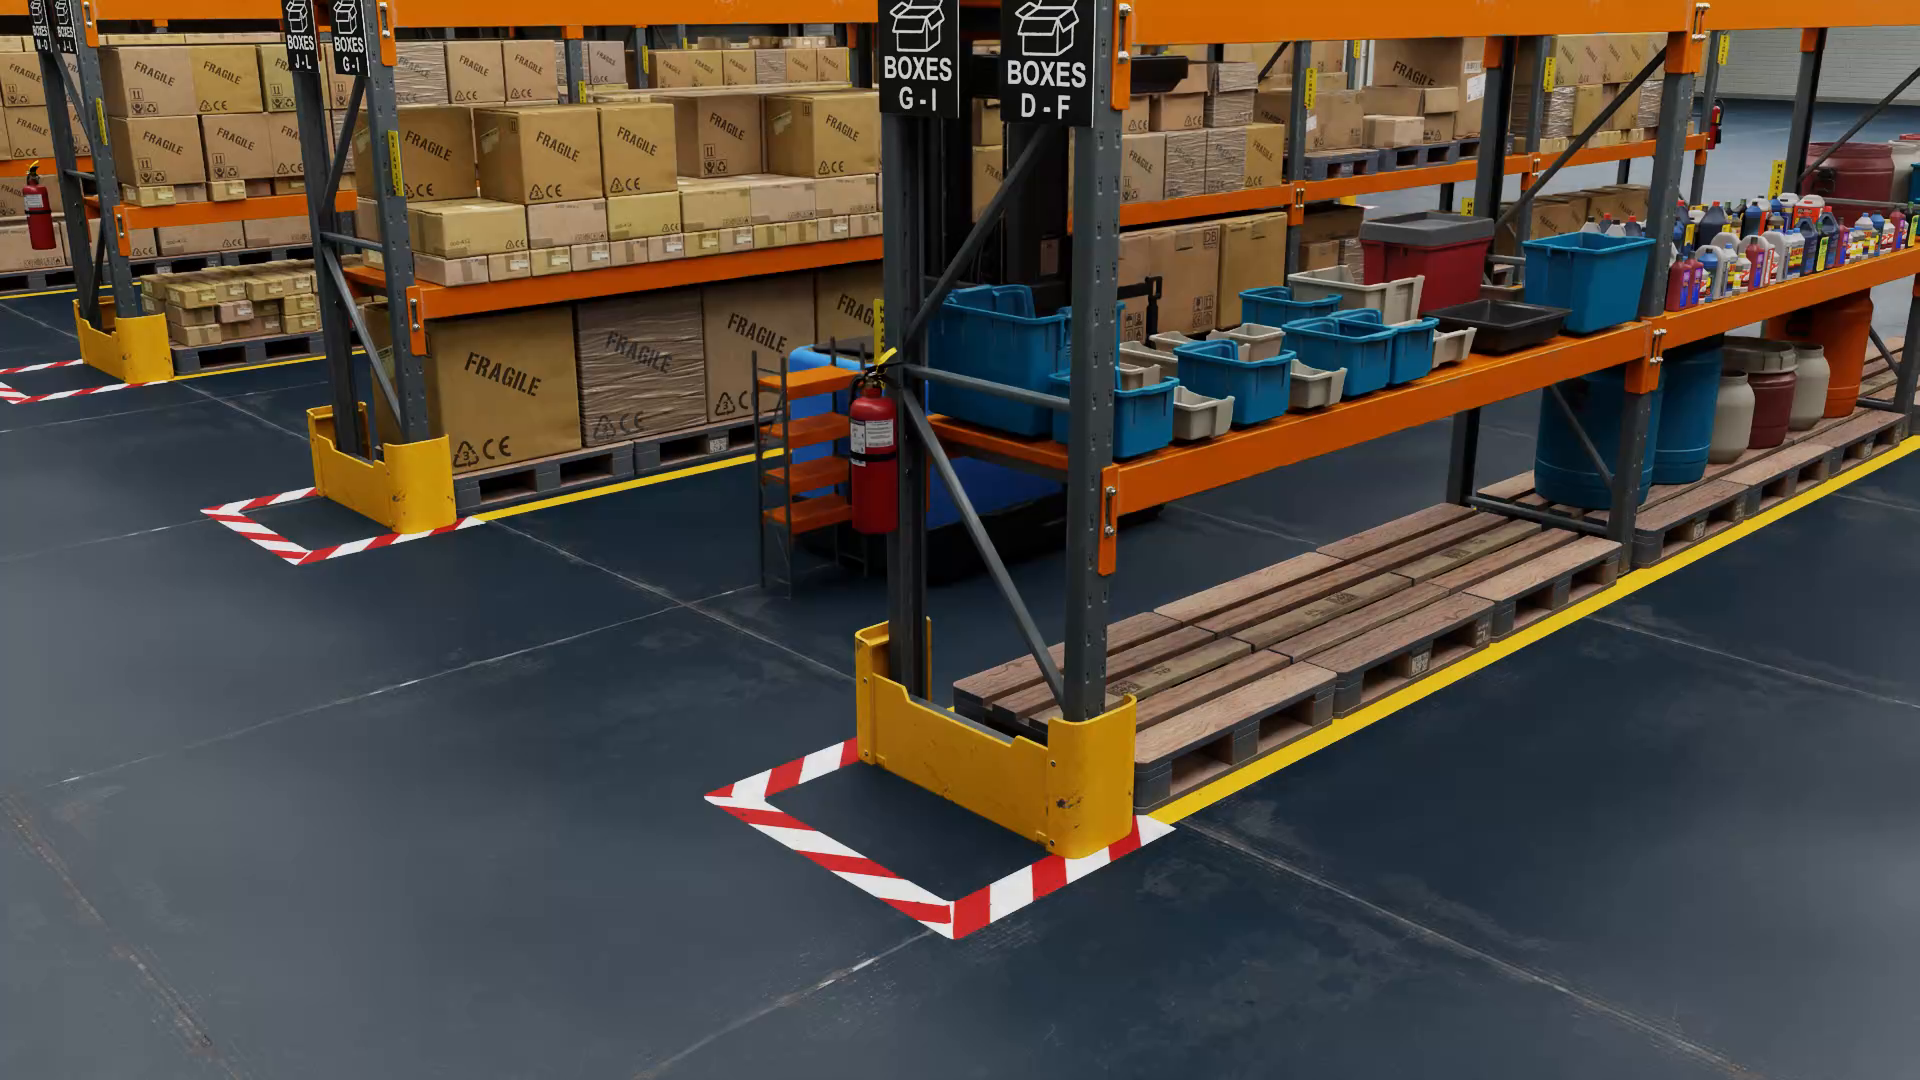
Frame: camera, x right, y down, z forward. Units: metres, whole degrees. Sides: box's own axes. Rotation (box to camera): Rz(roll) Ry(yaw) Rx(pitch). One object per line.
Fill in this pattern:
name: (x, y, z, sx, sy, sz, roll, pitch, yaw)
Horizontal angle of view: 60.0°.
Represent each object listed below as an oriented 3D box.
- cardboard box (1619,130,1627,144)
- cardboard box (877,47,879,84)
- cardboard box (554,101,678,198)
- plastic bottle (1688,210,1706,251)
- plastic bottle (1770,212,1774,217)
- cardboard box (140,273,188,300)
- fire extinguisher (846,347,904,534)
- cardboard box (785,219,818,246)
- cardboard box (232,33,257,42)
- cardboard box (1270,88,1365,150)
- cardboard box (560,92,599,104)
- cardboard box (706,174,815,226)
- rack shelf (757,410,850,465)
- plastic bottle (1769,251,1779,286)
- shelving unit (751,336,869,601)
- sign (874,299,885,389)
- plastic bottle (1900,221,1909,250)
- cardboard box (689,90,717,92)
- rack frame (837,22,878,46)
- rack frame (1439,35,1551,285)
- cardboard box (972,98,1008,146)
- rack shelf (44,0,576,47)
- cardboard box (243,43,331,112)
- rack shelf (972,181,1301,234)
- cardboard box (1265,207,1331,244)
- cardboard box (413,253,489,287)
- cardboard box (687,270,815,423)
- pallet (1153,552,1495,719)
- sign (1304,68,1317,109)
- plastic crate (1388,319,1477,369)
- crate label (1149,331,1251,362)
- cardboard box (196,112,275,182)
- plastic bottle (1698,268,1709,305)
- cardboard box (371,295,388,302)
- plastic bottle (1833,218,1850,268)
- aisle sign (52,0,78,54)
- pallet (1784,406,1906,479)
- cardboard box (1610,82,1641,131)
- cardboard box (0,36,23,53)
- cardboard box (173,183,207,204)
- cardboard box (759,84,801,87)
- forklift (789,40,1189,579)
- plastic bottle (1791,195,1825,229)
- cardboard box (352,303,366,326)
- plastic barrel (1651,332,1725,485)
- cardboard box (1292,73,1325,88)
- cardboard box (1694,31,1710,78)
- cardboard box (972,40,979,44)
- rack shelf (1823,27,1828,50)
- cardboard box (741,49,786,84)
cardboard box: (7.023, -4.405, 18.116, 0.250, 0.149, 0.380, -16, 24, -41)
cardboard box: (-0.478, -5.064, 17.957, 0.500, 0.500, 0.700, -16, 24, -41)
cardboard box: (-2.020, -2.305, 9.776, 0.500, 0.500, 0.500, -17, 25, -42)
plastic bottle: (4.382, -1.833, 9.976, 0.135, 0.276, 0.152, -16, 24, -41)
plastic bottle: (5.216, -2.052, 10.773, 0.097, 0.201, 0.097, 0, 18, 0)
cardboard box: (-6.414, -2.048, 13.416, 0.250, 0.149, 0.380, -16, 24, -40)
fire extinguisher: (-0.309, -0.366, 5.979, 0.183, 0.674, 0.296, -16, 24, -41)
cardboard box: (-1.127, -1.992, 10.672, 0.250, 0.149, 0.380, -16, 24, -40)
cardboard box: (-7.651, -5.301, 17.637, 0.250, 0.149, 0.380, -16, 24, -41)
cardboard box: (3.225, -3.826, 15.080, 0.500, 0.500, 0.700, -12, 22, -33)
cardboard box: (-3.560, -4.093, 15.505, 0.250, 0.149, 0.380, -15, 23, -38)
cardboard box: (-1.269, -2.167, 10.565, 0.500, 0.250, 0.500, -16, 24, -40)
rack shelf: (-0.723, -0.502, 8.080, 0.480, 0.148, 0.258, -17, 24, -42)
plastic bottle: (4.393, -1.490, 9.040, 0.097, 0.201, 0.097, 0, 18, 0)
shelving unit: (-0.723, -0.353, 8.128, 0.503, 1.200, 0.258, -17, 24, -42)
sign: (-0.277, -0.707, 6.038, 0.005, 0.325, 0.100, -16, 24, -41)
plastic bottle: (5.829, -1.909, 10.331, 0.097, 0.201, 0.097, 0, 18, 0)
cardboard box: (-2.360, -4.165, 15.729, 0.250, 0.149, 0.380, -17, 24, -41)
rack frame: (-1.379, -6.384, 23.810, 0.127, 3.000, 1.000, -16, 24, -41)
rack frame: (5.429, -4.163, 16.960, 0.127, 3.000, 1.000, -16, 24, -41)
cardboard box: (0.075, -3.129, 11.985, 0.637, 0.503, 0.797, -17, 25, -42)
rack shelf: (-5.171, -4.261, 13.567, 4.000, 0.370, 1.077, -16, 24, -41)
cardboard box: (-5.360, -3.667, 13.165, 0.500, 0.500, 0.500, -17, 25, -42)
rack shelf: (1.070, -2.549, 13.150, 4.000, 0.370, 1.077, -16, 24, -41)
cardboard box: (2.989, -2.841, 15.006, 0.500, 0.250, 0.500, -15, 23, -39)
cardboard box: (-2.805, -1.502, 9.160, 0.250, 0.149, 0.380, -16, 24, -40)
cardboard box: (-1.572, -1.344, 11.030, 0.875, 0.875, 0.875, -16, 24, -41)
pallet: (1.625, 0.393, 7.430, 1.213, 0.211, 1.003, -16, 24, -41)
sign: (2.907, -3.742, 13.786, 0.005, 0.325, 0.100, -16, 24, -41)
plastic crate: (1.961, -0.824, 6.994, 0.466, 0.136, 0.293, -16, 24, -41)
crate label: (0.987, -0.749, 6.762, 0.243, 0.136, 0.396, -16, 24, -41)
cardboard box: (-5.737, -3.094, 13.020, 0.500, 0.500, 0.500, -16, 24, -41)
plastic bottle: (3.747, -1.302, 8.459, 0.097, 0.201, 0.097, 0, 18, 0)
cardboard box: (-4.952, -2.138, 14.174, 0.250, 0.149, 0.380, -15, 23, -38)
plastic bottle: (5.095, -1.726, 9.634, 0.133, 0.283, 0.061, -16, 24, -41)
aisle sign: (-6.471, -3.907, 11.956, 0.004, 0.787, 0.394, -16, 24, -41)
pallet: (5.382, -0.702, 10.808, 1.213, 0.211, 1.003, -16, 24, -41)
cardboard box: (6.872, -4.757, 18.147, 0.500, 0.500, 0.875, -16, 24, -41)
cardboard box: (-9.241, -4.787, 16.049, 0.250, 0.149, 0.380, -15, 23, -39)
cardboard box: (-6.007, -2.692, 12.831, 0.250, 0.149, 0.380, -15, 23, -39)
cardboard box: (-1.848, -4.592, 17.047, 0.380, 0.149, 0.250, 17, 24, 42)
forklift: (0.508, -1.571, 9.077, 3.031, 2.935, 1.130, -17, 24, -42)
plastic bottle: (5.494, -2.093, 10.777, 0.135, 0.276, 0.152, -16, 24, -41)
cardboard box: (-5.092, -1.902, 13.929, 0.380, 0.149, 0.250, 16, 24, 41)
plastic barrel: (3.941, -0.821, 9.374, 0.708, 0.901, 0.600, -16, 24, -41)
cardboard box: (4.378, -6.004, 22.397, 0.550, 0.550, 0.875, -16, 24, -41)
cardboard box: (8.106, -5.503, 18.829, 0.500, 0.500, 0.500, -16, 24, -41)
cardboard box: (-0.141, -7.297, 24.360, 0.500, 0.500, 0.700, -17, 25, -42)
rack shelf: (7.379, -3.714, 11.878, 4.000, 0.370, 1.077, -16, 24, -41)
cardboard box: (-2.676, -6.298, 22.222, 0.500, 0.500, 0.500, 17, 24, 42)
